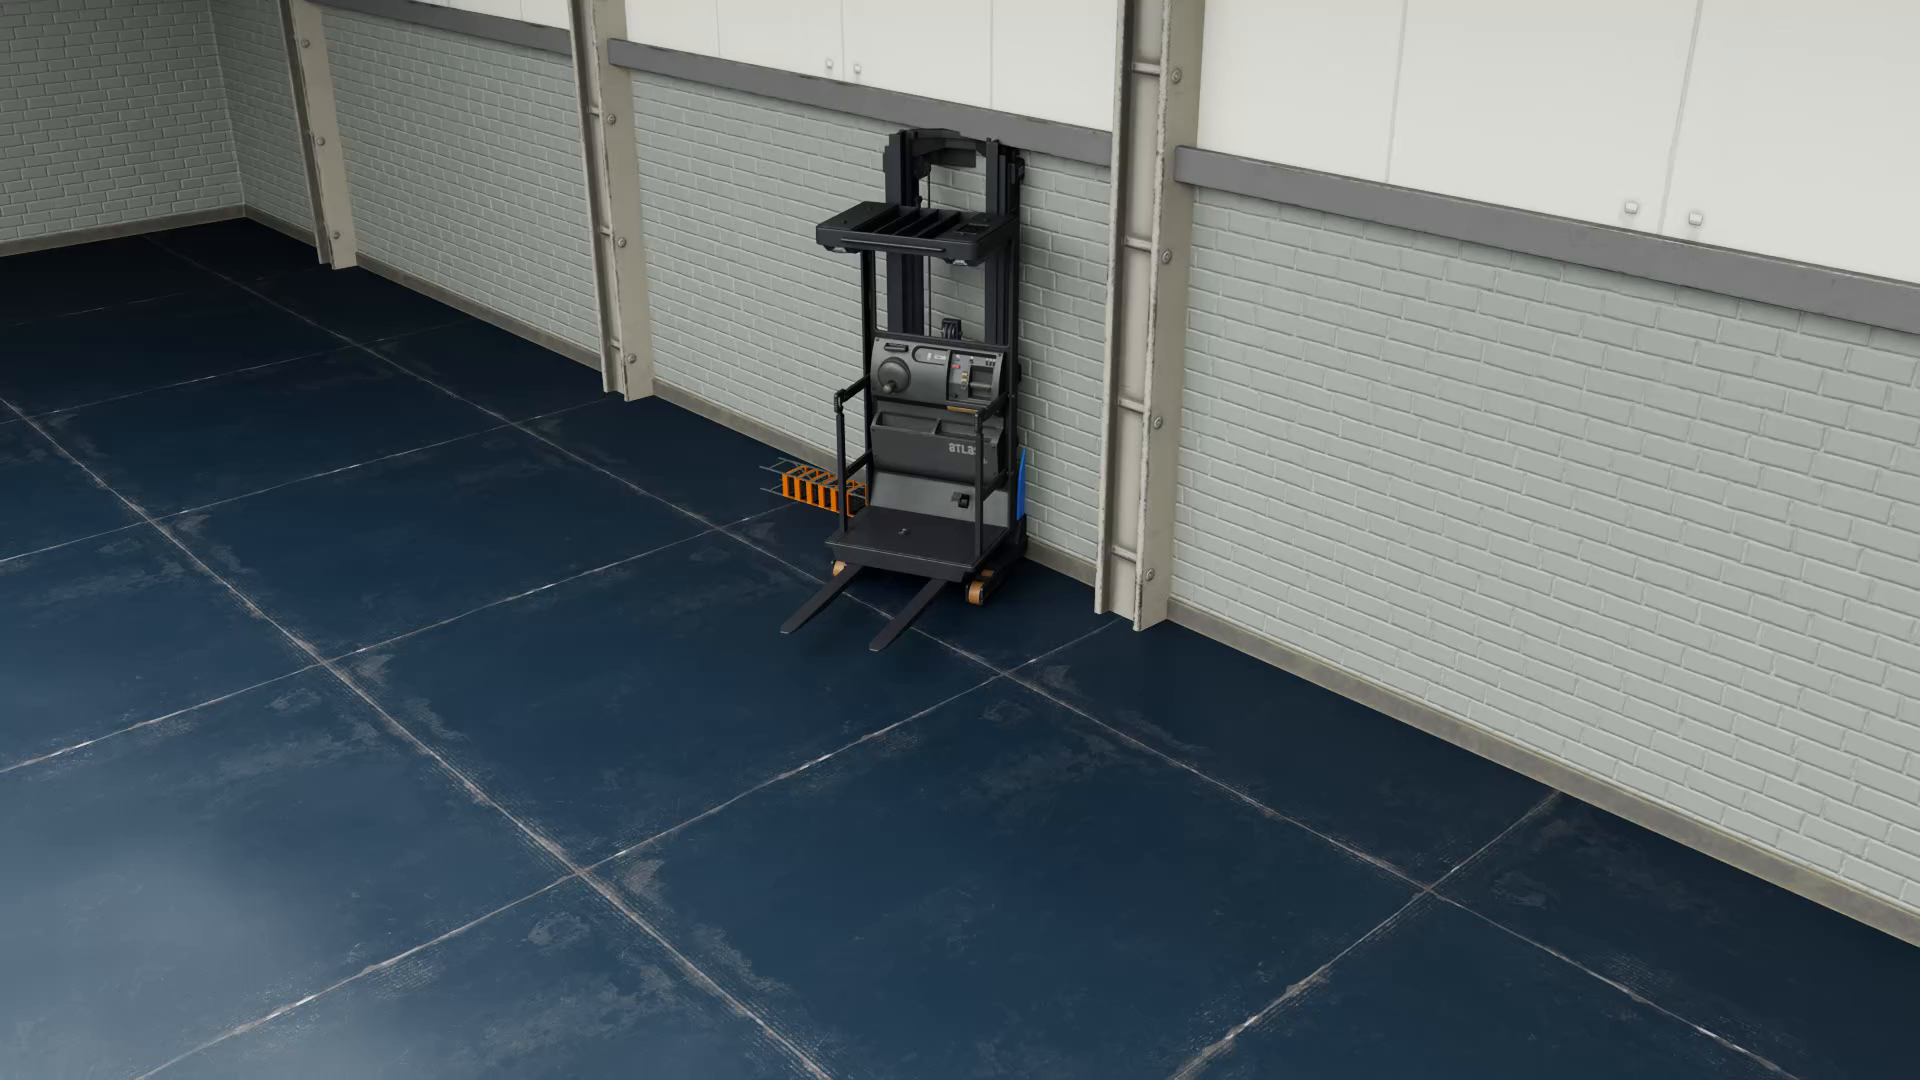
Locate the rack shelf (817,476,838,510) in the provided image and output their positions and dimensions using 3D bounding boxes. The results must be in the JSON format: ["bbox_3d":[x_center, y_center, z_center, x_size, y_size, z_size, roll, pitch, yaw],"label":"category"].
[{"bbox_3d":[-0.960,-0.364,12.612,0.103,0.180,0.258,17,29,32],"label":"rack shelf"}]

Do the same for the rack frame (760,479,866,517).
[{"bbox_3d":[-0.996,-0.292,12.674,1.200,0.006,0.240,17,29,32],"label":"rack frame"}]

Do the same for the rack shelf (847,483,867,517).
[{"bbox_3d":[-0.766,-0.306,12.483,0.103,0.180,0.258,17,29,32],"label":"rack shelf"}]

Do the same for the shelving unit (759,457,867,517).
[{"bbox_3d":[-0.996,-0.375,12.636,1.200,0.189,0.258,17,29,32],"label":"shelving unit"}]

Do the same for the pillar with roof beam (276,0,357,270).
[{"bbox_3d":[-10.211,-6.019,14.398,9.100,9.000,0.400,-21,32,-38],"label":"pillar with roof beam"}]

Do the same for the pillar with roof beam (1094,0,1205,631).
[{"bbox_3d":[-2.009,-2.383,6.429,9.100,9.000,0.400,-21,32,-38],"label":"pillar with roof beam"}]

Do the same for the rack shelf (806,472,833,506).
[{"bbox_3d":[-1.057,-0.394,12.677,0.103,0.180,0.258,17,29,32],"label":"rack shelf"}]

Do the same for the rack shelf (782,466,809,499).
[{"bbox_3d":[-1.251,-0.453,12.805,0.103,0.180,0.258,17,29,32],"label":"rack shelf"}]

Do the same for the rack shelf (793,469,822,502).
[{"bbox_3d":[-1.154,-0.423,12.741,0.103,0.180,0.258,17,29,32],"label":"rack shelf"}]

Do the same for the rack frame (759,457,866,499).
[{"bbox_3d":[-0.996,-0.459,12.598,1.200,0.006,0.240,17,29,32],"label":"rack frame"}]

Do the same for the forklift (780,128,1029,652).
[{"bbox_3d":[-0.235,-1.094,10.913,1.130,2.935,3.031,10,26,20],"label":"forklift"}]

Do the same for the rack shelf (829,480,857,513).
[{"bbox_3d":[-0.863,-0.335,12.548,0.103,0.180,0.258,17,29,32],"label":"rack shelf"}]

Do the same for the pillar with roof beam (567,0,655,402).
[{"bbox_3d":[-6.110,-4.201,10.414,9.100,9.000,0.400,-21,32,-38],"label":"pillar with roof beam"}]
